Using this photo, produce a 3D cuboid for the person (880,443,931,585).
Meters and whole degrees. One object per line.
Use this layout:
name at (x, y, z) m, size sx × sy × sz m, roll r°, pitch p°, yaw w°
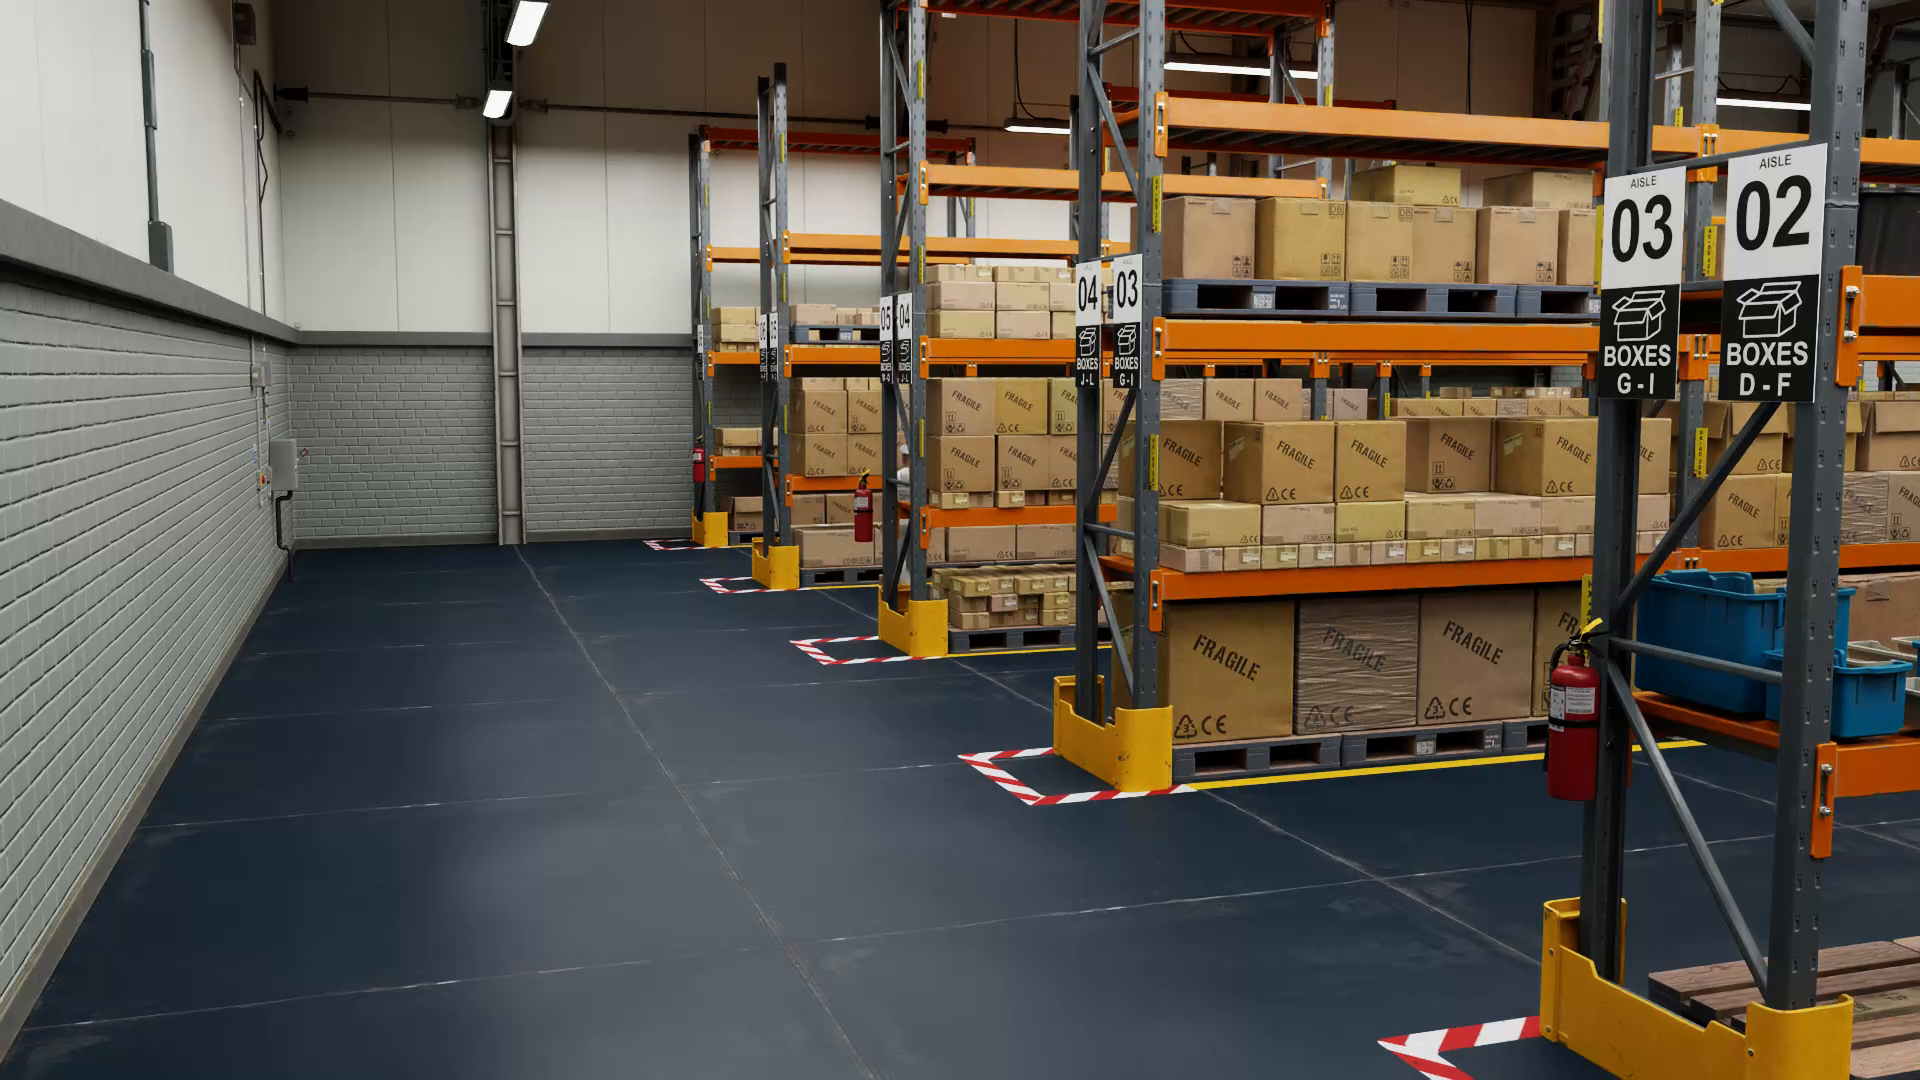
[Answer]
person at (-0.600, -0.190, 18.067) m, size 0.534 × 1.736 × 0.886 m, roll -2°, pitch 6°, yaw -23°
